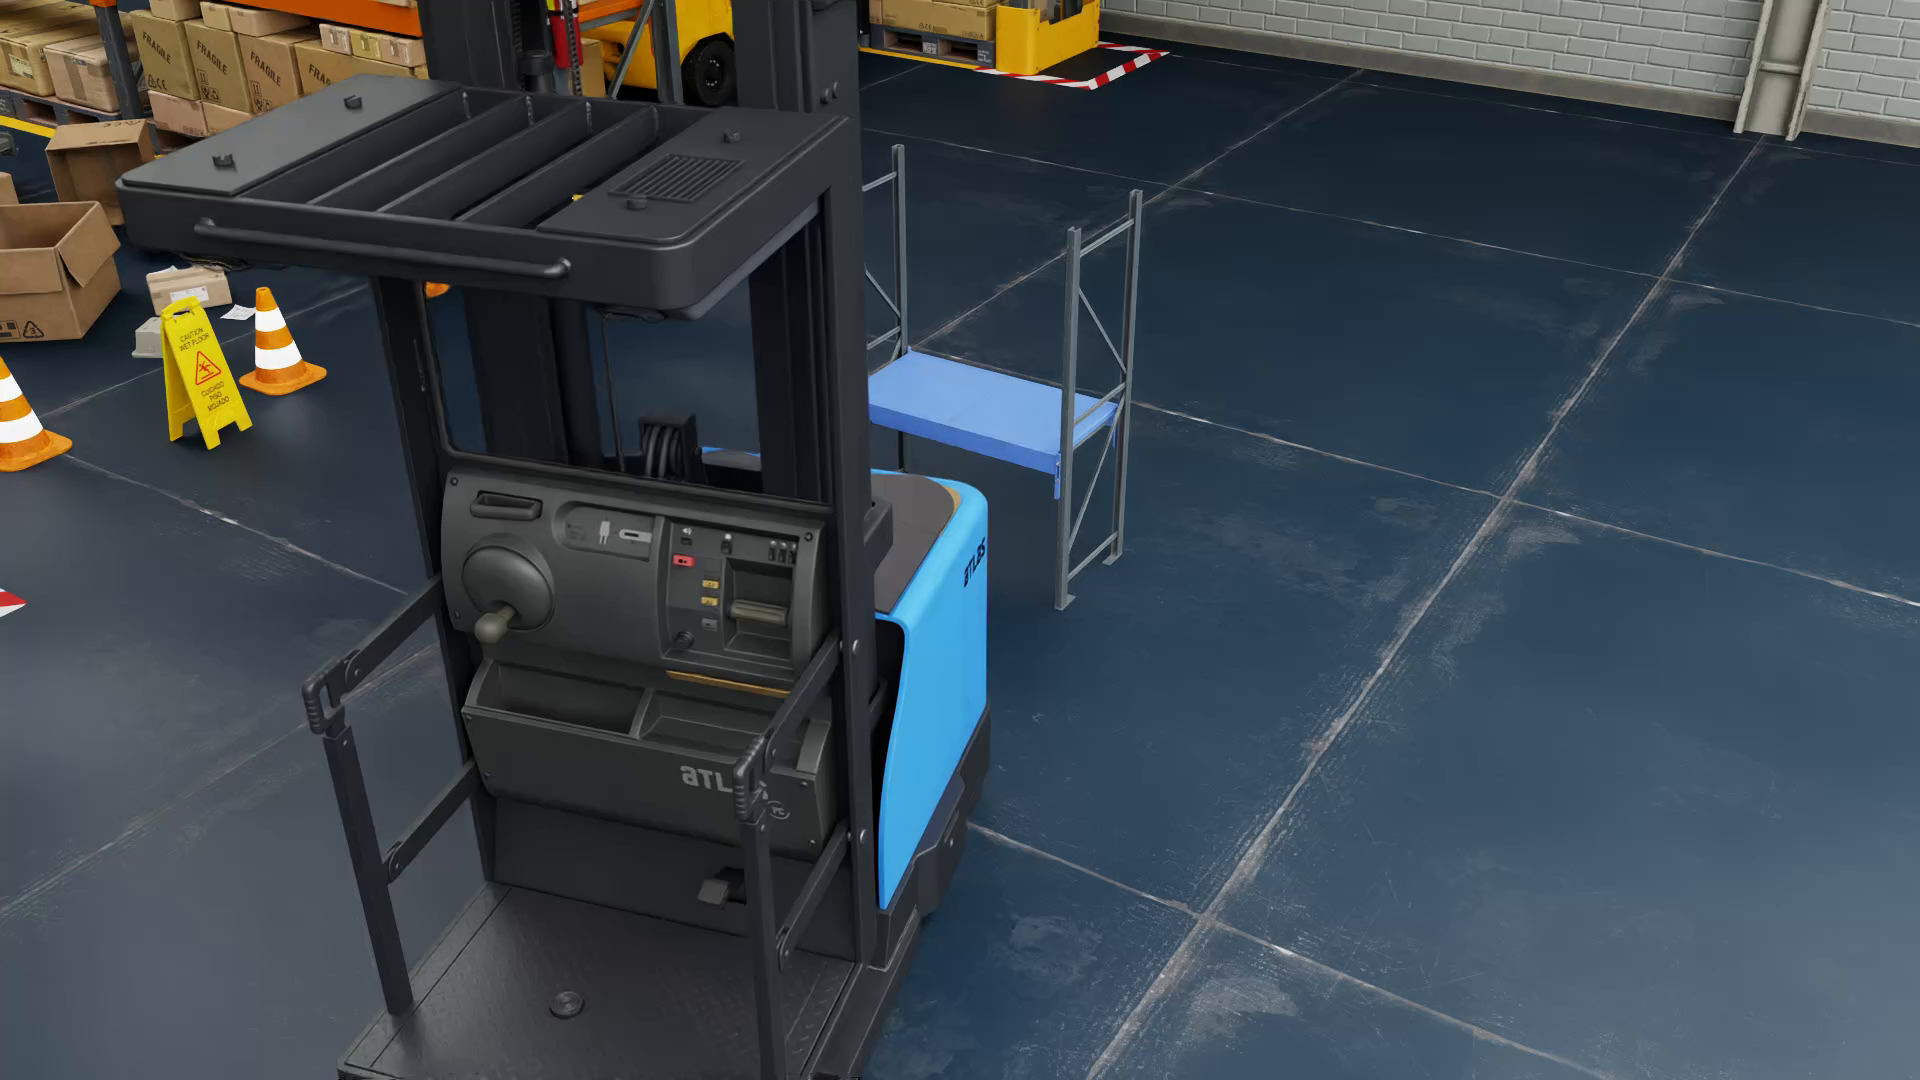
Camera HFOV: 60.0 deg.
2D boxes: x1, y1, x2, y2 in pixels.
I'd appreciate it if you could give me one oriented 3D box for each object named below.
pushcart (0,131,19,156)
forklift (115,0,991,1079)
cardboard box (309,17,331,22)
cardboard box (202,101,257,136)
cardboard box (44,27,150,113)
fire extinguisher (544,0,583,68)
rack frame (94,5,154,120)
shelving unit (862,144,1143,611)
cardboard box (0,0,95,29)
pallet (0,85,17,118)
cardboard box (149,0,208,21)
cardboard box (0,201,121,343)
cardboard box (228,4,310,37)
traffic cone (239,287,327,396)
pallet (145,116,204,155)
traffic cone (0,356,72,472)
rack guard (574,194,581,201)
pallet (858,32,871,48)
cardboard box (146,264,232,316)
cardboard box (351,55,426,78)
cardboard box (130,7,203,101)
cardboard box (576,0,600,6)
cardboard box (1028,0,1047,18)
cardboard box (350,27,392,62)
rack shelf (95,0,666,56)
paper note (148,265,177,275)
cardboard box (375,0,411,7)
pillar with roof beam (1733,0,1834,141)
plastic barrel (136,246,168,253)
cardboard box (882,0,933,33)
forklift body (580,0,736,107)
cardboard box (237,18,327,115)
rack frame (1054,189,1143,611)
[{"bbox_3d":[-6.501,-2.036,9.866,0.936,0.377,1.648,6,31,10],"label":"pushcart"},{"bbox_3d":[-0.820,0.134,3.611,1.130,2.935,3.031,9,31,15],"label":"forklift"},{"bbox_3d":[-3.823,-3.157,10.753,0.500,0.500,0.500,20,36,30],"label":"cardboard box"},{"bbox_3d":[-4.517,-2.738,10.778,0.500,0.250,0.500,20,36,30],"label":"cardboard box"},{"bbox_3d":[-5.777,-3.341,11.691,0.625,0.372,0.950,18,35,28],"label":"cardboard box"},{"bbox_3d":[-2.092,-2.823,8.689,0.183,0.674,0.296,18,35,27],"label":"fire extinguisher"},{"bbox_3d":[-5.332,-4.155,10.896,0.127,3.000,1.000,18,35,27],"label":"rack frame"},{"bbox_3d":[0.072,-0.625,6.333,1.048,1.500,0.538,18,35,27],"label":"shelving unit"},{"bbox_3d":[-6.978,-3.718,12.337,0.625,0.372,0.950,19,35,29],"label":"cardboard box"},{"bbox_3d":[-7.029,-3.485,12.515,1.213,0.211,1.003,18,35,27],"label":"pallet"},{"bbox_3d":[-4.902,-3.421,10.561,0.250,0.149,0.380,18,35,28],"label":"cardboard box"},{"bbox_3d":[-4.777,-1.396,8.643,0.637,0.503,0.797,-4,30,-7],"label":"cardboard box"},{"bbox_3d":[-4.236,-3.213,10.205,0.250,0.149,0.380,20,36,30],"label":"cardboard box"},{"bbox_3d":[-3.296,-0.988,7.984,0.334,0.463,0.336,18,35,27],"label":"traffic cone"},{"bbox_3d":[-4.744,-2.786,11.316,1.213,0.211,1.003,18,35,27],"label":"pallet"},{"bbox_3d":[-4.185,-0.597,7.313,0.334,0.463,0.336,18,35,27],"label":"traffic cone"},{"bbox_3d":[-2.008,-2.024,9.724,0.348,0.500,1.175,18,35,27],"label":"rack guard"},{"bbox_3d":[-1.007,-4.513,14.276,1.213,0.211,1.003,18,35,27],"label":"pallet"},{"bbox_3d":[-4.127,-1.341,8.901,0.380,0.149,0.250,-15,33,-24],"label":"cardboard box"},{"bbox_3d":[-3.205,-2.643,9.872,0.500,0.500,0.500,19,35,29],"label":"cardboard box"},{"bbox_3d":[-4.975,-3.200,10.826,0.500,0.500,0.500,19,35,30],"label":"cardboard box"},{"bbox_3d":[-2.121,-3.155,9.430,0.250,0.149,0.380,18,35,28],"label":"cardboard box"},{"bbox_3d":[0.380,-4.412,13.648,0.500,0.250,0.500,18,35,28],"label":"cardboard box"},{"bbox_3d":[-3.319,-2.923,9.708,0.250,0.149,0.380,18,35,28],"label":"cardboard box"},{"bbox_3d":[-3.638,-3.309,10.159,4.000,0.370,1.077,18,35,27],"label":"rack shelf"},{"bbox_3d":[-4.442,-1.492,9.288,0.148,0.019,0.142,-21,36,-32],"label":"paper note"},{"bbox_3d":[-3.088,-3.139,9.402,0.250,0.149,0.380,18,35,28],"label":"cardboard box"},{"bbox_3d":[3.375,-4.921,6.255,0.400,9.000,9.100,18,35,27],"label":"pillar with roof beam"},{"bbox_3d":[-4.498,-1.878,9.549,0.512,0.421,0.421,-9,32,-15],"label":"plastic barrel"},{"bbox_3d":[-0.290,-4.325,13.499,0.500,0.250,0.500,18,35,27],"label":"cardboard box"},{"bbox_3d":[-1.884,-4.566,12.442,1.214,2.155,2.313,18,35,27],"label":"forklift body"},{"bbox_3d":[-4.078,-2.922,10.349,0.500,0.500,0.500,20,36,30],"label":"cardboard box"},{"bbox_3d":[0.503,-0.489,6.099,0.032,1.500,0.500,18,35,27],"label":"rack frame"}]
